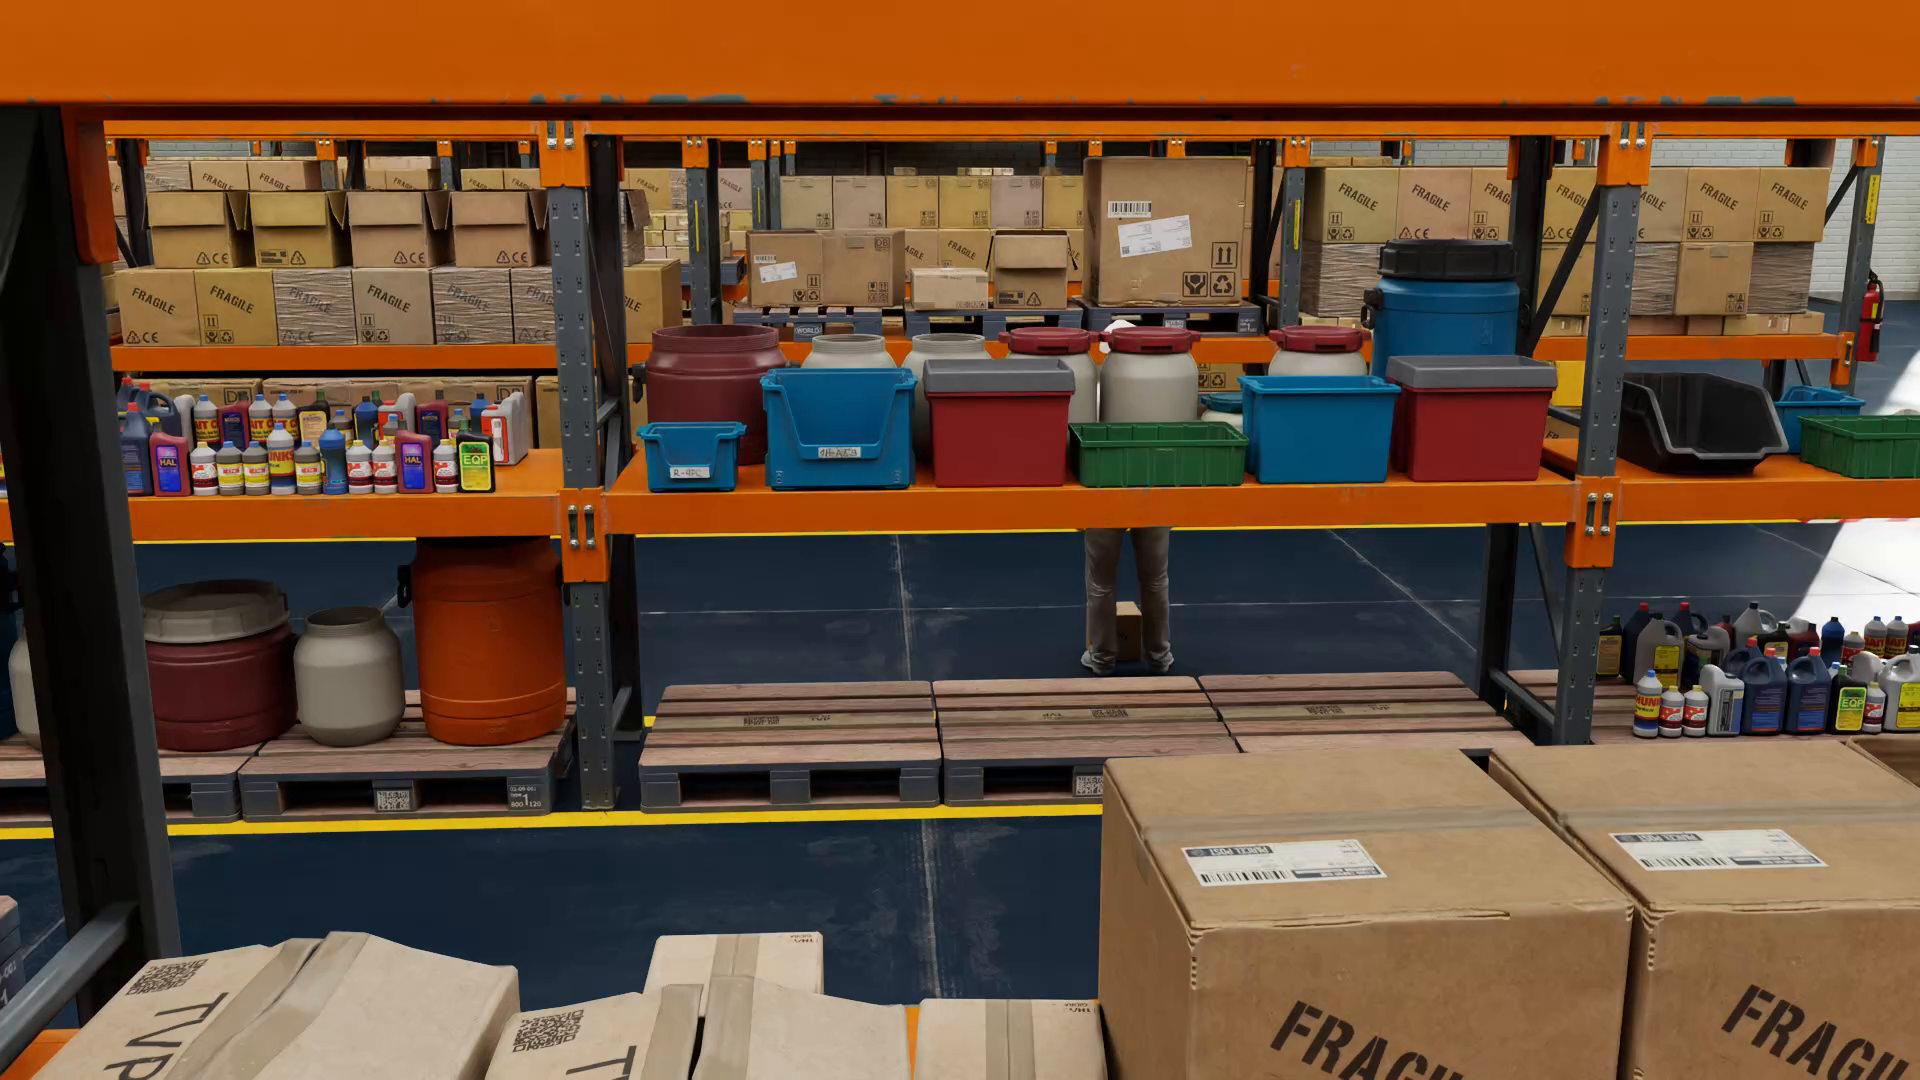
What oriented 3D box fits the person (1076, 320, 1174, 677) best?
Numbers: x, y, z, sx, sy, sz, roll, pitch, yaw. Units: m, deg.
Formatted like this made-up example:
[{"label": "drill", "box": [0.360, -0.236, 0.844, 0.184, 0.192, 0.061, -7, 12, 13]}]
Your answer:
[{"label": "person", "box": [0.825, -0.199, 8.273, 0.582, 1.769, 0.464, -2, 14, -6]}]
